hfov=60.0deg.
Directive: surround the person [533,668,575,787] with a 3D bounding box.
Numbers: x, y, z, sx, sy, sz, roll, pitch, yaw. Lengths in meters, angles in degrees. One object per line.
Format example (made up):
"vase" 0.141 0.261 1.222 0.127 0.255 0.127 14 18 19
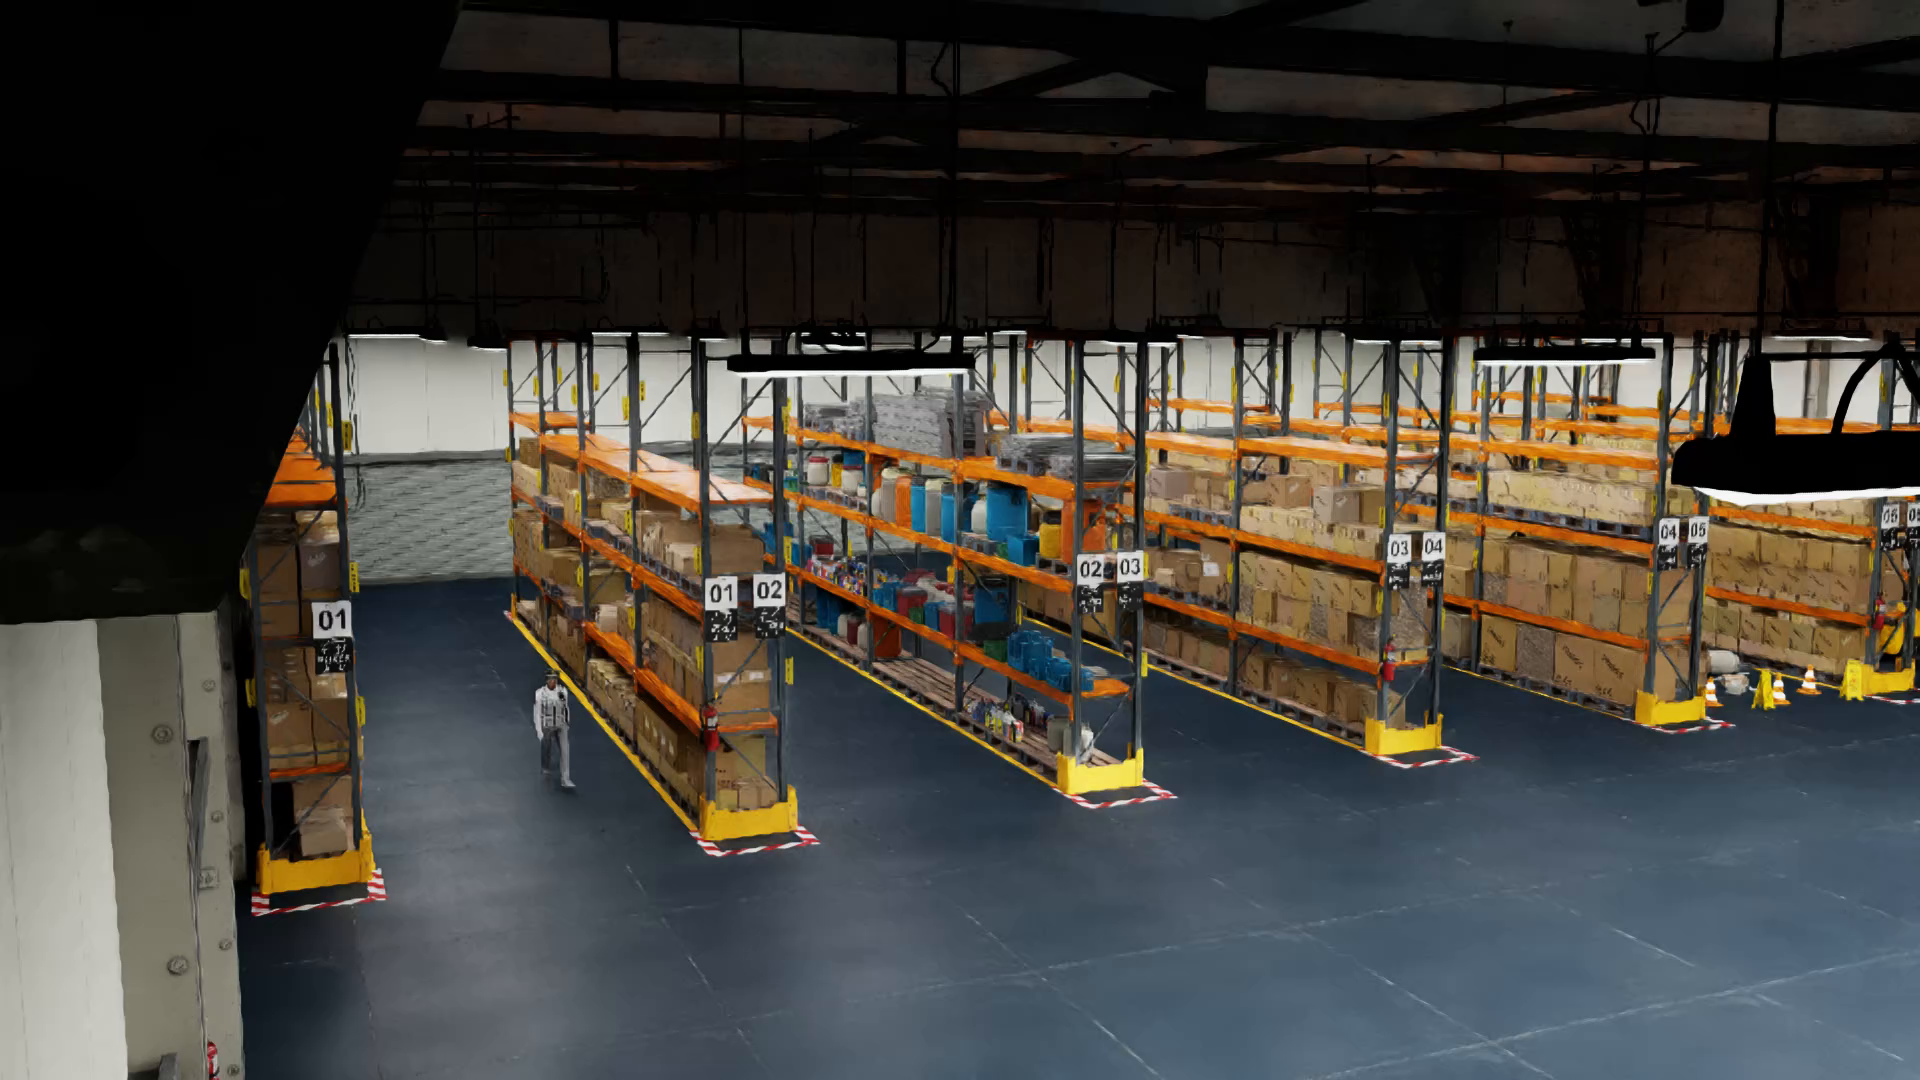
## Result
"person" -5.491 2.491 22.398 0.495 1.587 1.086 -3 8 -21
